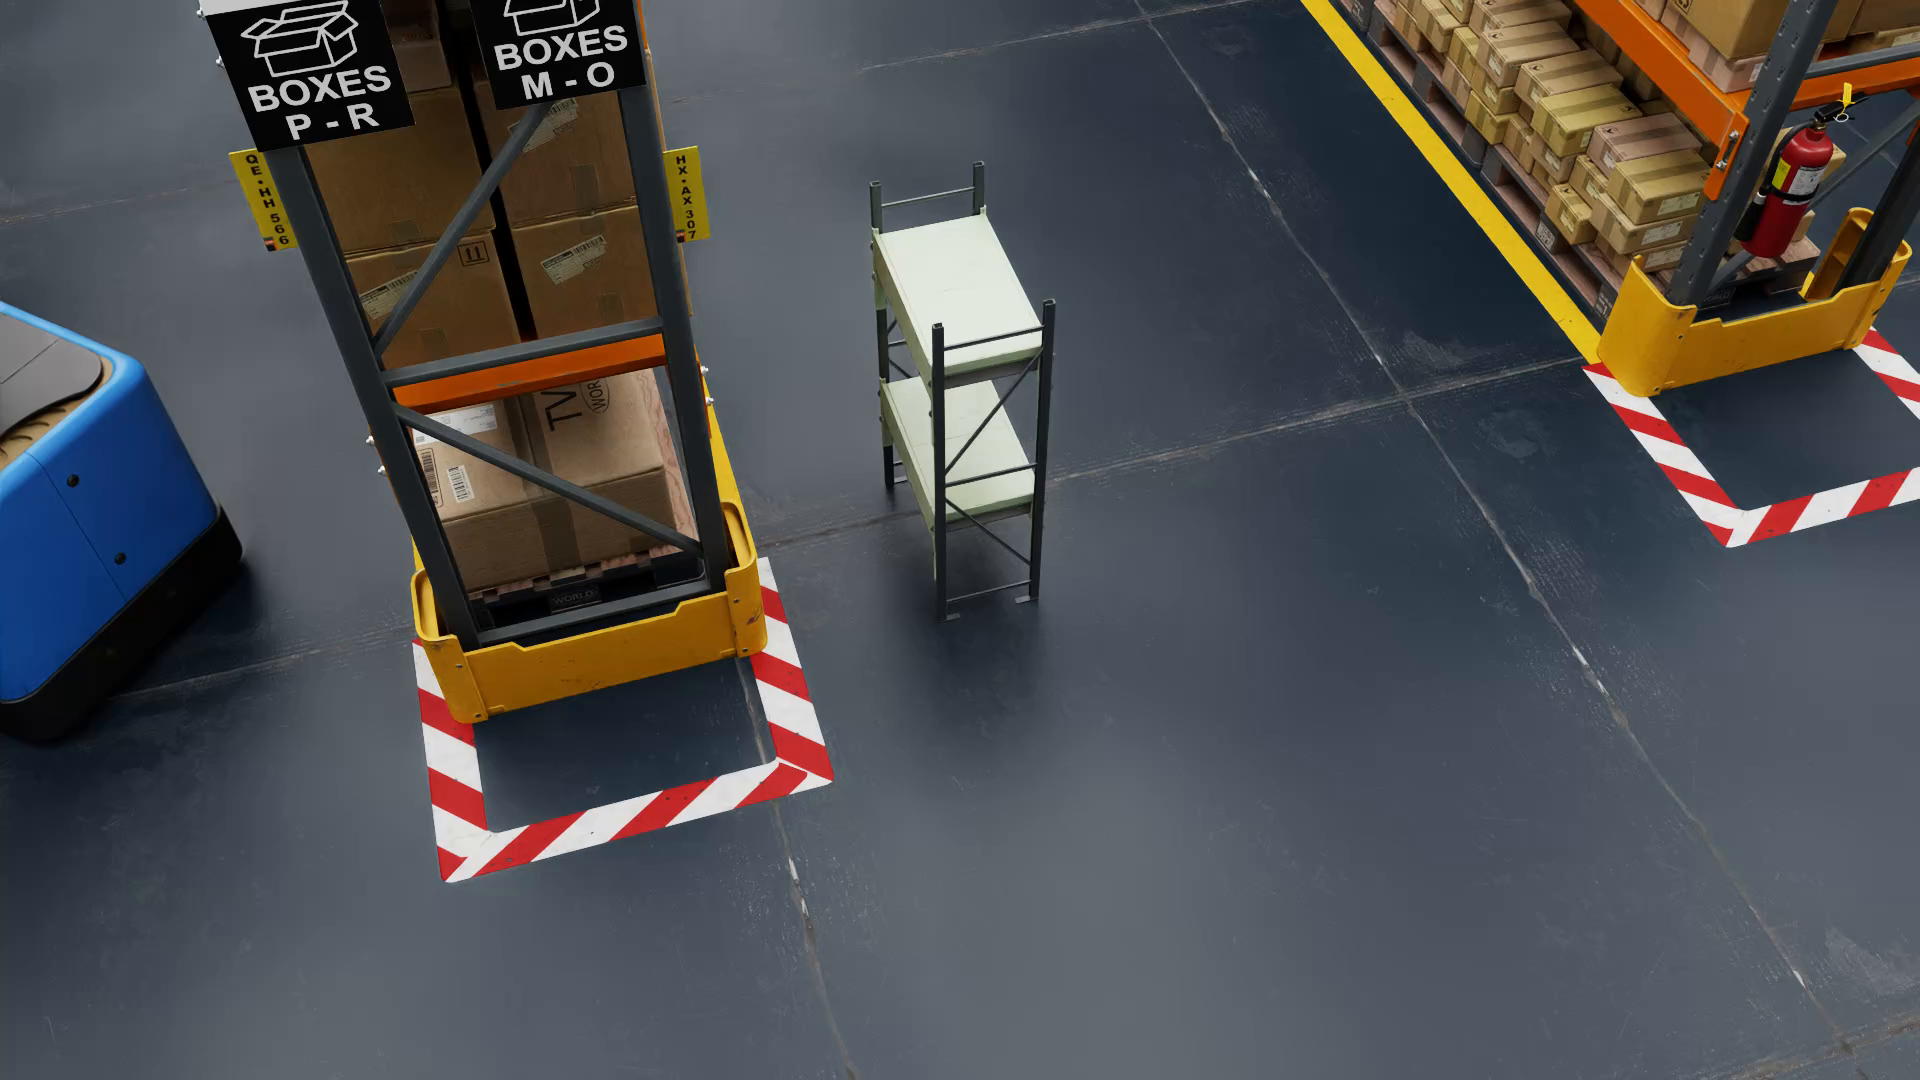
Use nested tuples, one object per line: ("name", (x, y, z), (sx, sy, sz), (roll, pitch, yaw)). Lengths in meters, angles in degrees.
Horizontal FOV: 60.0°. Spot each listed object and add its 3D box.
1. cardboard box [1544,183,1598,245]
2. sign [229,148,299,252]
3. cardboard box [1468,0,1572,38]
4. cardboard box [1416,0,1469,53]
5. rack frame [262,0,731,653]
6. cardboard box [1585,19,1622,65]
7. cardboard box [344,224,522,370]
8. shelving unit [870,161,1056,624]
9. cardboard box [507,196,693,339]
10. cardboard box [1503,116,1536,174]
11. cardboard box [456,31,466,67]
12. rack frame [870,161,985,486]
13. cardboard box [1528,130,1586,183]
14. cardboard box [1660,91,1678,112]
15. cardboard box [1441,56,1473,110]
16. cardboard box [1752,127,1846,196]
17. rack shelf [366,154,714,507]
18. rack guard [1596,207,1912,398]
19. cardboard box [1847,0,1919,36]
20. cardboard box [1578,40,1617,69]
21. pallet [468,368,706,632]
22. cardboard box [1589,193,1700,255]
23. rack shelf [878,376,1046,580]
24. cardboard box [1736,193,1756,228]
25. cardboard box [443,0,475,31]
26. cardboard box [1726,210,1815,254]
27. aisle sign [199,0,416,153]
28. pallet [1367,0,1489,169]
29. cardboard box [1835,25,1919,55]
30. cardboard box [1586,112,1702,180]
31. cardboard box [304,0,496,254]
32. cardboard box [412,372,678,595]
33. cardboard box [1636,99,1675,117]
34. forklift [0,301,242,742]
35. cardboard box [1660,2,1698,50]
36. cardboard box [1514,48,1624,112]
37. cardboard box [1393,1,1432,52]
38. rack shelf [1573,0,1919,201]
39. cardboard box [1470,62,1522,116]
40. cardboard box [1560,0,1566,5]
("cardboard box", (2.852, -1.479, 7.414), (0.380, 0.149, 0.250), (-12, 51, -10))
("sign", (-1.841, -0.904, 4.428), (0.100, 0.325, 0.005), (-13, 51, -11))
("cardboard box", (2.643, -2.459, 7.852), (0.380, 0.149, 0.250), (-15, 51, -12))
("cardboard box", (2.464, -2.534, 8.109), (0.380, 0.149, 0.250), (-13, 51, -11))
("rack frame", (-1.319, -0.567, 5.056), (1.000, 3.000, 0.127), (-13, 51, -11))
("cardboard box", (3.176, -2.382, 7.787), (0.380, 0.149, 0.250), (-12, 51, -10))
("cardboard box", (-1.714, -0.892, 5.264), (0.500, 0.500, 0.500), (-13, 51, -11))
("shelving unit", (-0.002, -0.488, 5.970), (0.431, 1.500, 0.755), (-13, 51, -11))
("cardboard box", (-1.186, -1.015, 5.368), (0.500, 0.500, 0.500), (-14, 51, -11))
("cardboard box", (2.771, -1.869, 7.743), (0.380, 0.149, 0.250), (-13, 51, -11))
("cardboard box", (-2.010, -1.635, 5.891), (0.500, 0.500, 0.500), (-12, 51, -10))
("rack frame", (-0.110, -0.756, 6.196), (0.400, 1.500, 0.023), (-13, 51, -11))
("cardboard box", (2.796, -1.772, 7.467), (0.380, 0.149, 0.250), (-15, 52, -12))
("cardboard box", (3.401, -2.015, 7.477), (0.380, 0.149, 0.250), (-13, 51, -11))
("cardboard box", (2.574, -2.245, 8.060), (0.380, 0.149, 0.250), (-12, 51, -10))
("cardboard box", (3.550, -1.628, 7.151), (0.380, 0.149, 0.250), (-15, 52, -13))
("rack shelf", (-1.910, -1.796, 6.562), (1.077, 0.370, 4.000), (-13, 51, -11))
("rack guard", (3.358, -1.010, 7.064), (1.175, 0.500, 0.348), (-13, 51, -11))
("cardboard box", (3.511, -2.278, 6.239), (0.500, 0.500, 0.500), (-11, 51, -9))
("cardboard box", (3.145, -2.269, 7.886), (0.380, 0.149, 0.250), (-16, 52, -13))
("pallet", (-1.630, -0.234, 6.599), (1.003, 0.211, 1.213), (-13, 51, -11))
("cardboard box", (2.951, -1.393, 7.148), (0.380, 0.149, 0.250), (-15, 51, -12))
("rack shelf", (-0.002, -0.278, 6.220), (0.431, 0.370, 0.720), (-13, 51, -11))
("cardboard box", (3.470, -1.513, 7.249), (0.380, 0.149, 0.250), (-11, 51, -9))
("cardboard box", (-1.305, -1.628, 4.806), (0.380, 0.149, 0.250), (-12, 51, -10))
("cardboard box", (3.531, -1.432, 7.375), (0.380, 0.149, 0.250), (-12, 51, -10))
("aisle sign", (-1.594, -1.282, 3.958), (0.394, 0.787, 0.004), (-13, 51, -11))
("pallet", (2.794, -2.408, 8.431), (1.003, 0.211, 1.213), (-13, 51, -11))
("cardboard box", (3.597, -1.990, 6.420), (0.380, 0.149, 0.250), (-14, 51, -11))
("cardboard box", (2.962, -1.694, 7.207), (0.380, 0.149, 0.250), (-12, 51, -10))
("cardboard box", (-1.689, -1.220, 4.887), (0.500, 0.500, 0.500), (-12, 51, -10))
("cardboard box", (-1.610, -0.336, 6.262), (0.875, 0.438, 0.875), (-15, 51, -12))
("cardboard box", (3.286, -1.885, 7.562), (0.380, 0.149, 0.250), (-13, 51, -11))
("forklift", (-4.312, -1.041, 5.501), (3.031, 2.935, 1.130), (21, 53, 17))
("cardboard box", (2.976, -2.043, 6.465), (0.380, 0.149, 0.250), (-13, 51, -11))
("cardboard box", (2.748, -2.058, 7.514), (0.380, 0.149, 0.250), (-15, 52, -12))
("cardboard box", (2.420, -2.621, 8.377), (0.380, 0.149, 0.250), (-15, 51, -12))
("rack shelf", (2.789, -2.989, 7.568), (1.077, 0.370, 4.000), (-13, 51, -11))
("cardboard box", (2.630, -2.148, 7.784), (0.380, 0.149, 0.250), (-13, 51, -10))
("cardboard box", (2.976, -2.746, 8.094), (0.380, 0.149, 0.250), (-13, 51, -11))
